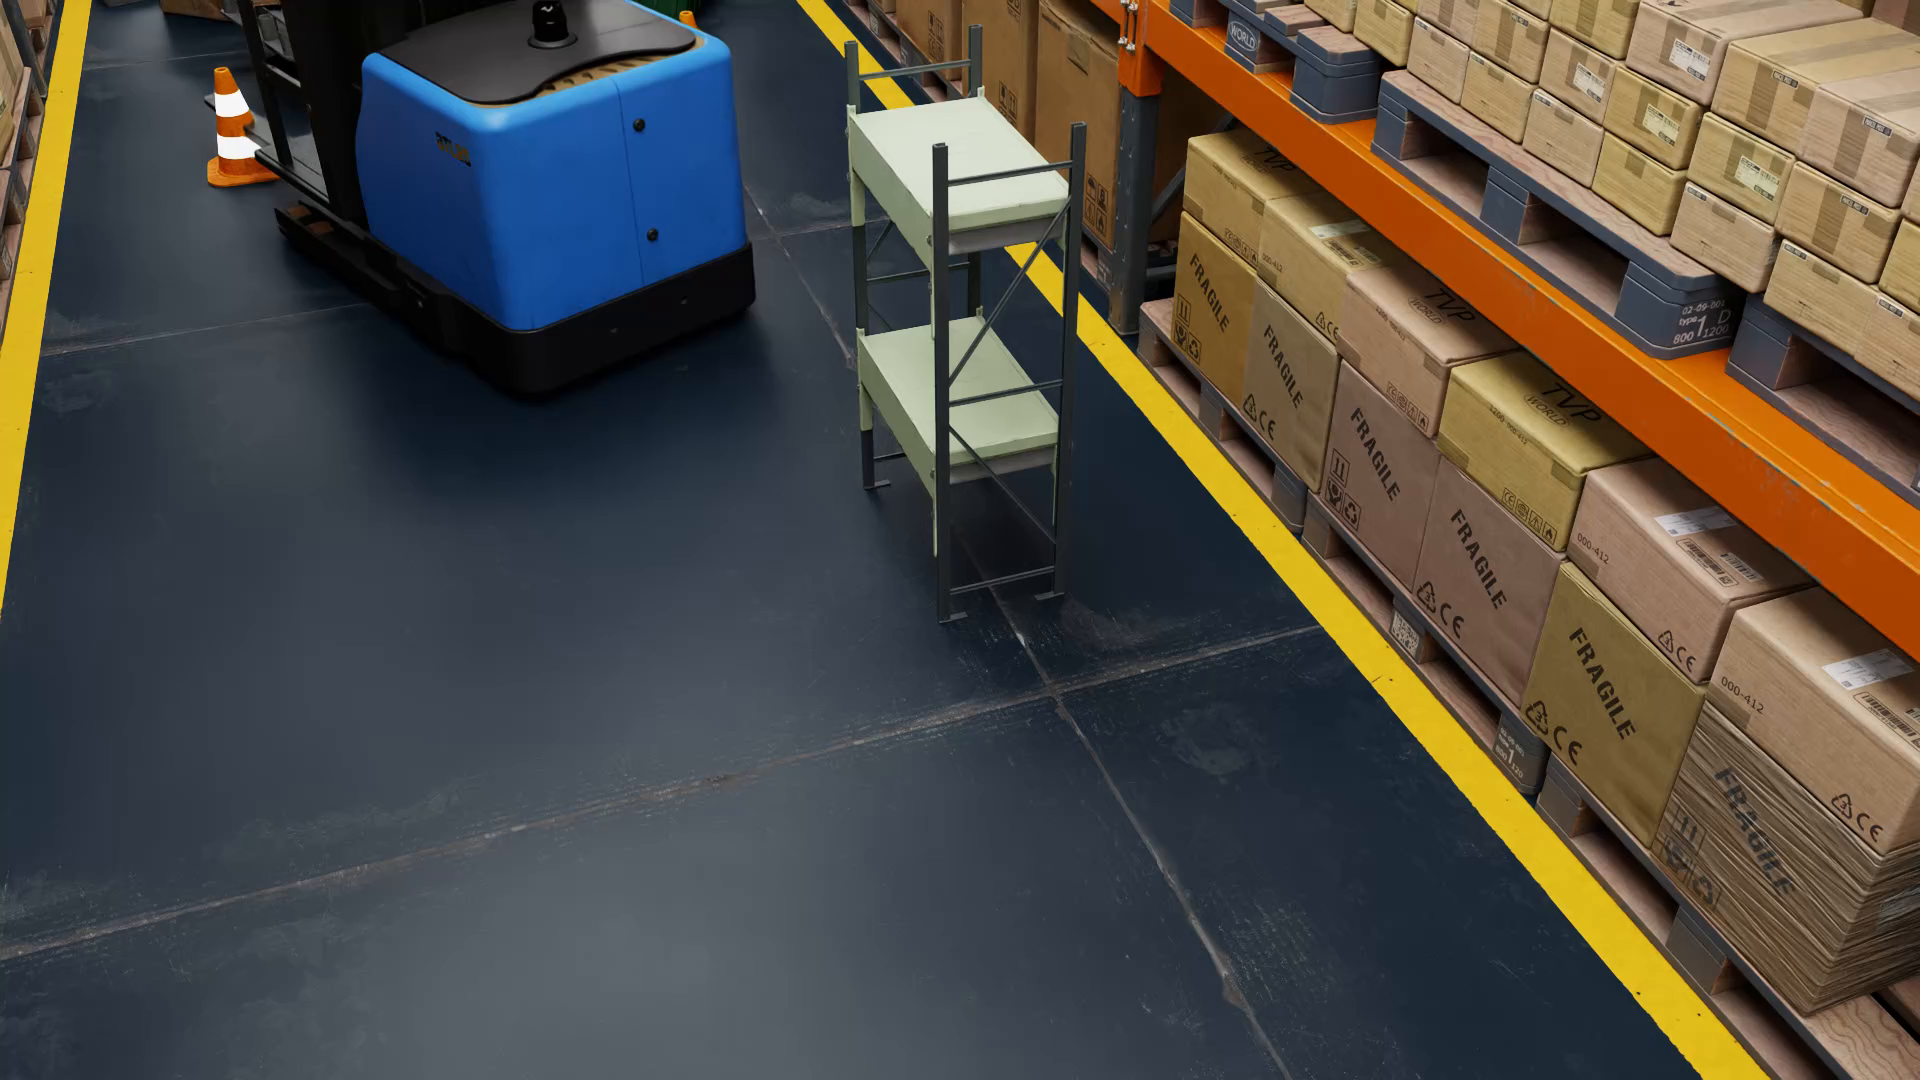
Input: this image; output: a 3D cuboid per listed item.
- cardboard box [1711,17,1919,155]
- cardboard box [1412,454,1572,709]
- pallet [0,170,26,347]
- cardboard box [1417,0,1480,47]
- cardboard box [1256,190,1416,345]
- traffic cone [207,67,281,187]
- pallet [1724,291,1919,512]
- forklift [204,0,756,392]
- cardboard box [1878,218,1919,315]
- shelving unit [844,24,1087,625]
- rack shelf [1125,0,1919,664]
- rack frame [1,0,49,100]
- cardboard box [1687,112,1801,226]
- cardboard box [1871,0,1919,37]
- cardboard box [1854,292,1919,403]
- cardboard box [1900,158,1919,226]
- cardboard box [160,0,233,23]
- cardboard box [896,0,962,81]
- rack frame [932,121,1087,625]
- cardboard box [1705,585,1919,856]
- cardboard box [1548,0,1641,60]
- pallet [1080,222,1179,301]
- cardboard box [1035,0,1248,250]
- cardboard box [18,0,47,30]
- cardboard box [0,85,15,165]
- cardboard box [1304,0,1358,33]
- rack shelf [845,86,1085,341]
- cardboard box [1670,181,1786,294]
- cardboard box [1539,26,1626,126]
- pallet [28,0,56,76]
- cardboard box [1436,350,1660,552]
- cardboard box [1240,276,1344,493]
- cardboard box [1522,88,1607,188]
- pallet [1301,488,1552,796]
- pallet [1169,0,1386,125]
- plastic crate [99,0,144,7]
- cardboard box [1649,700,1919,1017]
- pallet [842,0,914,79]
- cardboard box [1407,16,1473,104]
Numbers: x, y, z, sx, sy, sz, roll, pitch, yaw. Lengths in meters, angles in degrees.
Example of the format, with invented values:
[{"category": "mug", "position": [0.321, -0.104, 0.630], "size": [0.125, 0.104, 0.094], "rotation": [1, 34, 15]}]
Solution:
[{"category": "cardboard box", "position": [1.757, -0.913, 3.334], "size": [0.380, 0.149, 0.250], "rotation": [-14, 39, -17]}, {"category": "cardboard box", "position": [1.591, 0.049, 4.421], "size": [0.500, 0.500, 0.500], "rotation": [-13, 39, -17]}, {"category": "pallet", "position": [-4.242, -1.029, 6.441], "size": [1.003, 0.211, 1.213], "rotation": [-12, 39, -16]}, {"category": "cardboard box", "position": [1.394, -1.380, 4.202], "size": [0.380, 0.149, 0.250], "rotation": [-12, 39, -16]}, {"category": "cardboard box", "position": [1.239, -0.838, 4.974], "size": [0.500, 0.250, 0.500], "rotation": [-13, 39, -16]}, {"category": "traffic cone", "position": [-3.194, -1.849, 7.320], "size": [0.336, 0.463, 0.334], "rotation": [-12, 39, -16]}, {"category": "pallet", "position": [2.304, -0.221, 3.209], "size": [1.003, 0.211, 1.213], "rotation": [-12, 39, -16]}, {"category": "forklift", "position": [-2.156, -2.481, 6.108], "size": [1.130, 2.935, 3.031], "rotation": [-30, 46, -33]}, {"category": "cardboard box", "position": [1.934, -0.495, 3.026], "size": [0.380, 0.149, 0.250], "rotation": [-11, 38, -14]}, {"category": "shelving unit", "position": [-0.002, -0.603, 4.804], "size": [0.431, 1.500, 0.755], "rotation": [-12, 39, -16]}, {"category": "rack shelf", "position": [1.743, -0.678, 4.255], "size": [1.077, 0.370, 4.000], "rotation": [-12, 39, -16]}, {"category": "rack frame", "position": [-4.935, -3.273, 7.102], "size": [1.000, 3.000, 0.127], "rotation": [-12, 39, -16]}, {"category": "cardboard box", "position": [1.747, -0.796, 3.426], "size": [0.380, 0.149, 0.250], "rotation": [-14, 39, -18]}, {"category": "cardboard box", "position": [2.281, -1.188, 3.700], "size": [0.380, 0.149, 0.250], "rotation": [-11, 38, -14]}, {"category": "cardboard box", "position": [1.934, -0.374, 3.113], "size": [0.380, 0.149, 0.250], "rotation": [-13, 39, -16]}, {"category": "cardboard box", "position": [1.929, -0.625, 2.952], "size": [0.380, 0.149, 0.250], "rotation": [-14, 39, -17]}, {"category": "cardboard box", "position": [-4.026, -3.162, 9.031], "size": [0.500, 0.500, 0.500], "rotation": [12, 39, 16]}, {"category": "cardboard box", "position": [0.304, -2.746, 7.923], "size": [1.050, 0.750, 0.750], "rotation": [-12, 39, -16]}, {"category": "rack frame", "position": [0.124, -0.396, 4.529], "size": [0.400, 1.500, 0.023], "rotation": [-12, 39, -16]}, {"category": "cardboard box", "position": [1.937, 0.327, 3.428], "size": [0.500, 0.250, 0.500], "rotation": [-13, 39, -17]}, {"category": "cardboard box", "position": [1.568, -1.215, 3.735], "size": [0.380, 0.149, 0.250], "rotation": [-13, 39, -17]}, {"category": "pallet", "position": [0.854, -1.442, 6.989], "size": [1.003, 0.211, 1.213], "rotation": [-12, 39, -16]}, {"category": "cardboard box", "position": [0.929, -1.727, 6.570], "size": [1.050, 0.750, 0.750], "rotation": [-13, 39, -17]}, {"category": "cardboard box", "position": [-4.885, -2.731, 8.319], "size": [0.500, 0.250, 0.500], "rotation": [-14, 39, -18]}, {"category": "cardboard box", "position": [-4.502, -1.690, 6.835], "size": [0.950, 0.372, 0.625], "rotation": [-10, 38, -13]}, {"category": "cardboard box", "position": [1.204, -1.564, 4.693], "size": [0.380, 0.149, 0.250], "rotation": [-11, 38, -14]}, {"category": "rack shelf", "position": [-0.002, -0.915, 4.569], "size": [0.431, 0.370, 0.720], "rotation": [-12, 39, -16]}, {"category": "cardboard box", "position": [1.747, -0.672, 3.508], "size": [0.380, 0.149, 0.250], "rotation": [-14, 39, -18]}, {"category": "cardboard box", "position": [1.573, -1.088, 3.814], "size": [0.380, 0.149, 0.250], "rotation": [-11, 38, -14]}, {"category": "pallet", "position": [-5.199, -2.531, 8.435], "size": [1.003, 0.211, 1.213], "rotation": [-12, 39, -16]}, {"category": "cardboard box", "position": [1.578, -0.261, 4.209], "size": [0.500, 0.250, 0.500], "rotation": [-14, 39, -18]}, {"category": "cardboard box", "position": [1.234, -0.529, 5.187], "size": [0.500, 0.500, 0.500], "rotation": [-12, 39, -15]}, {"category": "cardboard box", "position": [1.565, -0.972, 3.907], "size": [0.380, 0.149, 0.250], "rotation": [-14, 39, -17]}, {"category": "pallet", "position": [1.738, 0.149, 4.877], "size": [1.003, 0.211, 1.213], "rotation": [-12, 39, -16]}, {"category": "pallet", "position": [1.400, -1.638, 5.091], "size": [1.213, 0.211, 1.003], "rotation": [-12, 39, -16]}, {"category": "plastic crate", "position": [-4.705, -3.163, 9.383], "size": [0.402, 0.080, 0.583], "rotation": [-27, 45, -31]}, {"category": "cardboard box", "position": [1.940, 0.629, 3.650], "size": [0.500, 0.500, 0.500], "rotation": [-13, 39, -17]}, {"category": "pallet", "position": [0.014, -2.821, 8.819], "size": [1.003, 0.211, 1.213], "rotation": [-12, 39, -16]}, {"category": "cardboard box", "position": [1.392, -1.262, 4.292], "size": [0.380, 0.149, 0.250], "rotation": [-11, 38, -14]}]
